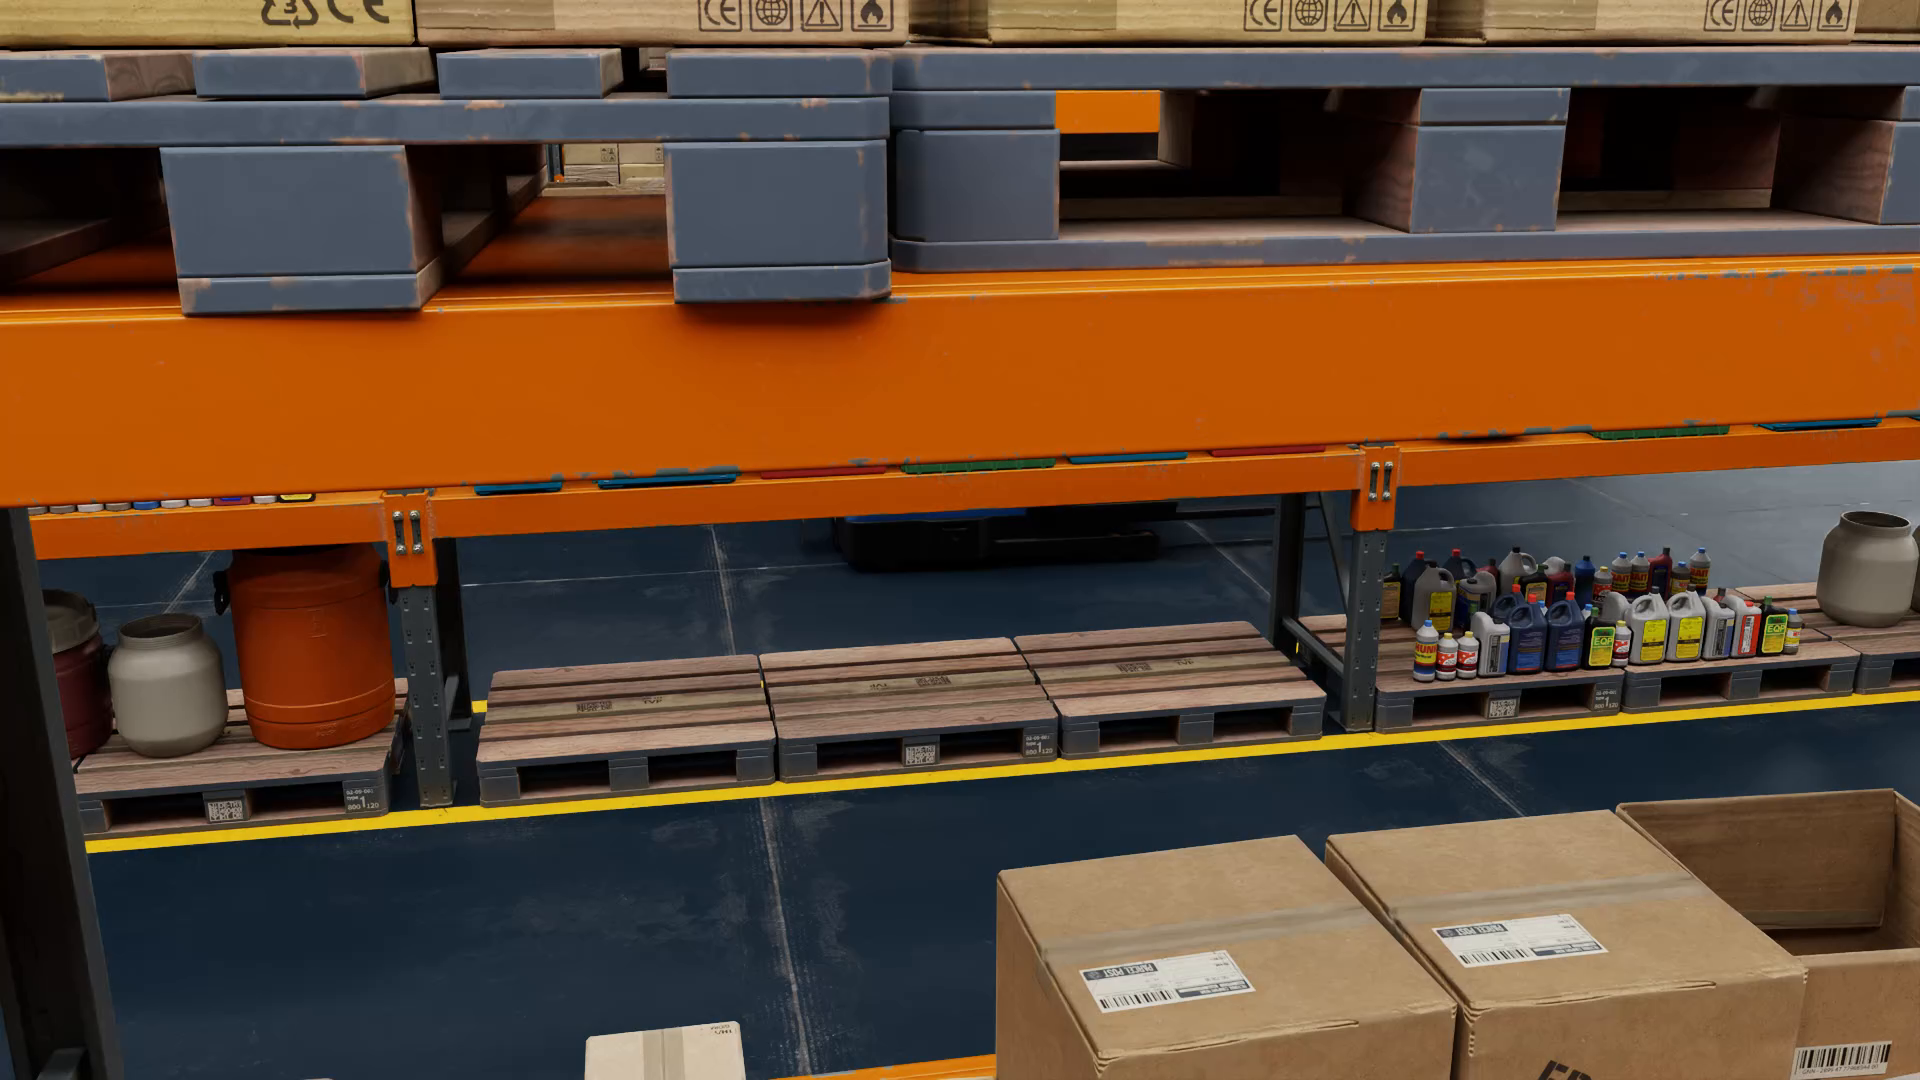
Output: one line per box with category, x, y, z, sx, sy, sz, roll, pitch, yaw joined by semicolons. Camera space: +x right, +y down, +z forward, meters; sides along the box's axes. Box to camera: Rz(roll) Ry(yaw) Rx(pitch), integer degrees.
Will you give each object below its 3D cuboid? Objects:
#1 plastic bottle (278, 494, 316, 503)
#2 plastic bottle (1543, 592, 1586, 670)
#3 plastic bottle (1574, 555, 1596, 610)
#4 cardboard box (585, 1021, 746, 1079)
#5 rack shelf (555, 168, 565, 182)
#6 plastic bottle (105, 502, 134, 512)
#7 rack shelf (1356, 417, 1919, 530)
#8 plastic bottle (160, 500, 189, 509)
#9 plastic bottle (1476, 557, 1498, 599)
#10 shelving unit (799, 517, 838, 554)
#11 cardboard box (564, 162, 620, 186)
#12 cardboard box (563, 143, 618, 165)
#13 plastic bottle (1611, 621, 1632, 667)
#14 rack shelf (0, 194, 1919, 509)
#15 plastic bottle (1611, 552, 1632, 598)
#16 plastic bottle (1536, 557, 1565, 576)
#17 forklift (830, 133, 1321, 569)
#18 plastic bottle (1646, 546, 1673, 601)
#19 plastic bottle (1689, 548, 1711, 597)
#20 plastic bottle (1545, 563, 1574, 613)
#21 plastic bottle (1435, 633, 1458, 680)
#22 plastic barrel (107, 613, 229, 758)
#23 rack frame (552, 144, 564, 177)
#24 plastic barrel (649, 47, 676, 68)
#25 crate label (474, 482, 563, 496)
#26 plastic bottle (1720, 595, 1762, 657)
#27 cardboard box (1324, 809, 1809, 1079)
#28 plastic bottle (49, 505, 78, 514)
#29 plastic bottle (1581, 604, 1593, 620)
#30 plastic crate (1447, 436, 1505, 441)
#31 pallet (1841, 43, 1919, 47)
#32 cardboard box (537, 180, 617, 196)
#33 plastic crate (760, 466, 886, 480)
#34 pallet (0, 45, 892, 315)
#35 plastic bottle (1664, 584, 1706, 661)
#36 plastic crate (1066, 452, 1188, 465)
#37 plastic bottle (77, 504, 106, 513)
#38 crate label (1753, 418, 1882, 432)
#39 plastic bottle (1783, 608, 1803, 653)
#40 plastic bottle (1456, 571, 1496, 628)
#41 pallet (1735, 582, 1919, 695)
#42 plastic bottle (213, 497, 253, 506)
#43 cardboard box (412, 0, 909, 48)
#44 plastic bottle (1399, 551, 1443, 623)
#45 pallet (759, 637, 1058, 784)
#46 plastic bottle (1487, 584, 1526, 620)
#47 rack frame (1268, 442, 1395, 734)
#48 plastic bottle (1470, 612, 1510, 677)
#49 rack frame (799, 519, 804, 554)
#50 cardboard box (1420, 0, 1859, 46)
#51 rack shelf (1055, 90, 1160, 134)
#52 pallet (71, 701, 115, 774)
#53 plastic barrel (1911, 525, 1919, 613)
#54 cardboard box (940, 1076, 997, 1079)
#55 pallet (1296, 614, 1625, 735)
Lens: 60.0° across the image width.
plastic bottle;-2.539;-0.286;6.331;0.133;0.283;0.061;-3;17;-10
plastic bottle;2.761;0.410;7.629;0.185;0.351;0.144;-4;18;-13
plastic bottle;3.159;0.209;8.421;0.097;0.271;0.097;0;17;0
cardboard box;-0.456;0.932;2.598;0.250;0.149;0.380;-3;17;-10
rack shelf;-3.078;-4.539;21.206;4.000;0.370;1.077;-3;17;-10
plastic bottle;-3.169;-0.216;6.245;0.097;0.201;0.097;0;17;0
rack shelf;3.669;-0.477;7.982;4.000;0.370;1.077;-3;17;-10
plastic bottle;-2.978;-0.227;6.280;0.097;0.201;0.097;0;17;0
plastic bottle;2.623;0.228;8.338;0.133;0.283;0.061;-2;17;-7
shelving unit;-0.866;-0.386;10.034;0.210;0.900;0.258;-3;17;-9
cardboard box;-3.512;-3.345;15.924;0.500;0.500;0.500;-3;17;-10
cardboard box;-3.561;-3.898;16.021;0.500;0.500;0.700;-3;17;-11
plastic bottle;3.044;0.473;7.680;0.097;0.201;0.097;0;17;0
rack shelf;0.677;-0.354;2.137;3.809;0.124;0.919;-3;17;-10
plastic bottle;3.358;0.197;8.458;0.097;0.271;0.097;0;17;0
plastic bottle;2.948;0.227;8.355;0.135;0.276;0.152;-3;17;-9
forklift;0.742;-1.424;9.956;3.031;2.935;1.130;-3;17;-9
plastic bottle;3.567;0.174;8.513;0.133;0.283;0.061;-3;17;-10
plastic bottle;3.793;0.173;8.538;0.097;0.271;0.097;0;17;0
plastic bottle;2.969;0.254;8.254;0.133;0.283;0.061;-3;17;-10
plastic bottle;2.201;0.521;7.524;0.097;0.201;0.097;0;17;0
plastic barrel;-3.237;0.591;6.801;0.421;0.512;0.421;0;17;0
rack frame;-5.042;-4.771;20.738;0.127;3.000;1.000;-3;17;-10
plastic barrel;-1.375;-2.144;6.219;0.600;0.901;0.600;0;17;0
crate label;-1.738;-0.322;6.537;0.416;0.233;0.303;-3;17;-10
plastic bottle;3.660;0.394;7.810;0.135;0.276;0.152;-3;17;-10
cardboard box;0.875;0.766;2.539;0.500;0.500;0.500;-3;17;-10
plastic bottle;-3.360;-0.205;6.209;0.097;0.201;0.097;0;17;0
plastic bottle;2.899;0.429;7.702;0.097;0.271;0.097;0;17;0
plastic crate;2.243;-0.672;7.498;0.504;0.338;0.767;-3;17;-10
pallet;1.777;-0.571;2.279;1.217;0.209;0.805;-4;18;-13
cardboard box;-2.639;-2.205;11.496;0.500;0.500;0.500;-5;18;-17
plastic crate;-0.578;-0.519;6.784;0.583;0.464;0.402;-3;17;-10
pallet;-0.637;-0.466;1.933;1.003;0.211;1.213;-2;17;-8
plastic bottle;3.361;0.376;7.740;0.185;0.351;0.144;-3;17;-8
plastic crate;0.681;-0.551;7.024;0.575;0.384;0.392;-3;17;-10
plastic bottle;-3.264;-0.244;6.217;0.097;0.271;0.097;0;17;0
crate label;3.876;-0.769;7.646;0.616;0.435;0.502;-3;17;-10
plastic bottle;3.912;0.424;7.841;0.097;0.201;0.097;0;17;0
plastic bottle;2.524;0.294;8.136;0.135;0.276;0.152;-3;17;-10
pallet;4.768;0.462;8.448;1.213;0.211;1.003;-3;17;-10
plastic bottle;-2.765;-0.273;6.290;0.133;0.283;0.061;-3;17;-10
cardboard box;-0.340;-0.698;1.905;0.500;0.250;0.500;-3;17;-9
plastic bottle;2.283;0.227;8.225;0.185;0.351;0.144;-4;17;-12
pallet;-0.259;0.747;7.519;1.213;0.211;1.003;-3;17;-10
plastic bottle;2.549;0.379;7.730;0.185;0.351;0.144;-3;17;-10
rack frame;1.705;-0.710;7.513;0.127;3.000;1.000;-3;17;-10
plastic bottle;2.413;0.465;7.579;0.135;0.276;0.152;-3;17;-8
rack frame;-0.966;-0.380;10.018;0.006;0.900;0.240;-3;17;-9
cardboard box;0.752;-0.756;2.094;0.500;0.250;0.500;-5;18;-15
rack shelf;-0.259;-1.688;6.816;4.000;0.370;1.077;-3;17;-10
pallet;-4.184;0.969;6.797;1.213;0.211;1.003;-3;17;-10
plastic barrel;5.001;0.115;8.351;0.421;0.512;0.421;0;17;0
cardboard box;-0.045;0.974;2.459;0.250;0.149;0.380;-2;17;-6
pallet;2.372;0.598;8.005;1.213;0.211;1.003;-3;17;-10
